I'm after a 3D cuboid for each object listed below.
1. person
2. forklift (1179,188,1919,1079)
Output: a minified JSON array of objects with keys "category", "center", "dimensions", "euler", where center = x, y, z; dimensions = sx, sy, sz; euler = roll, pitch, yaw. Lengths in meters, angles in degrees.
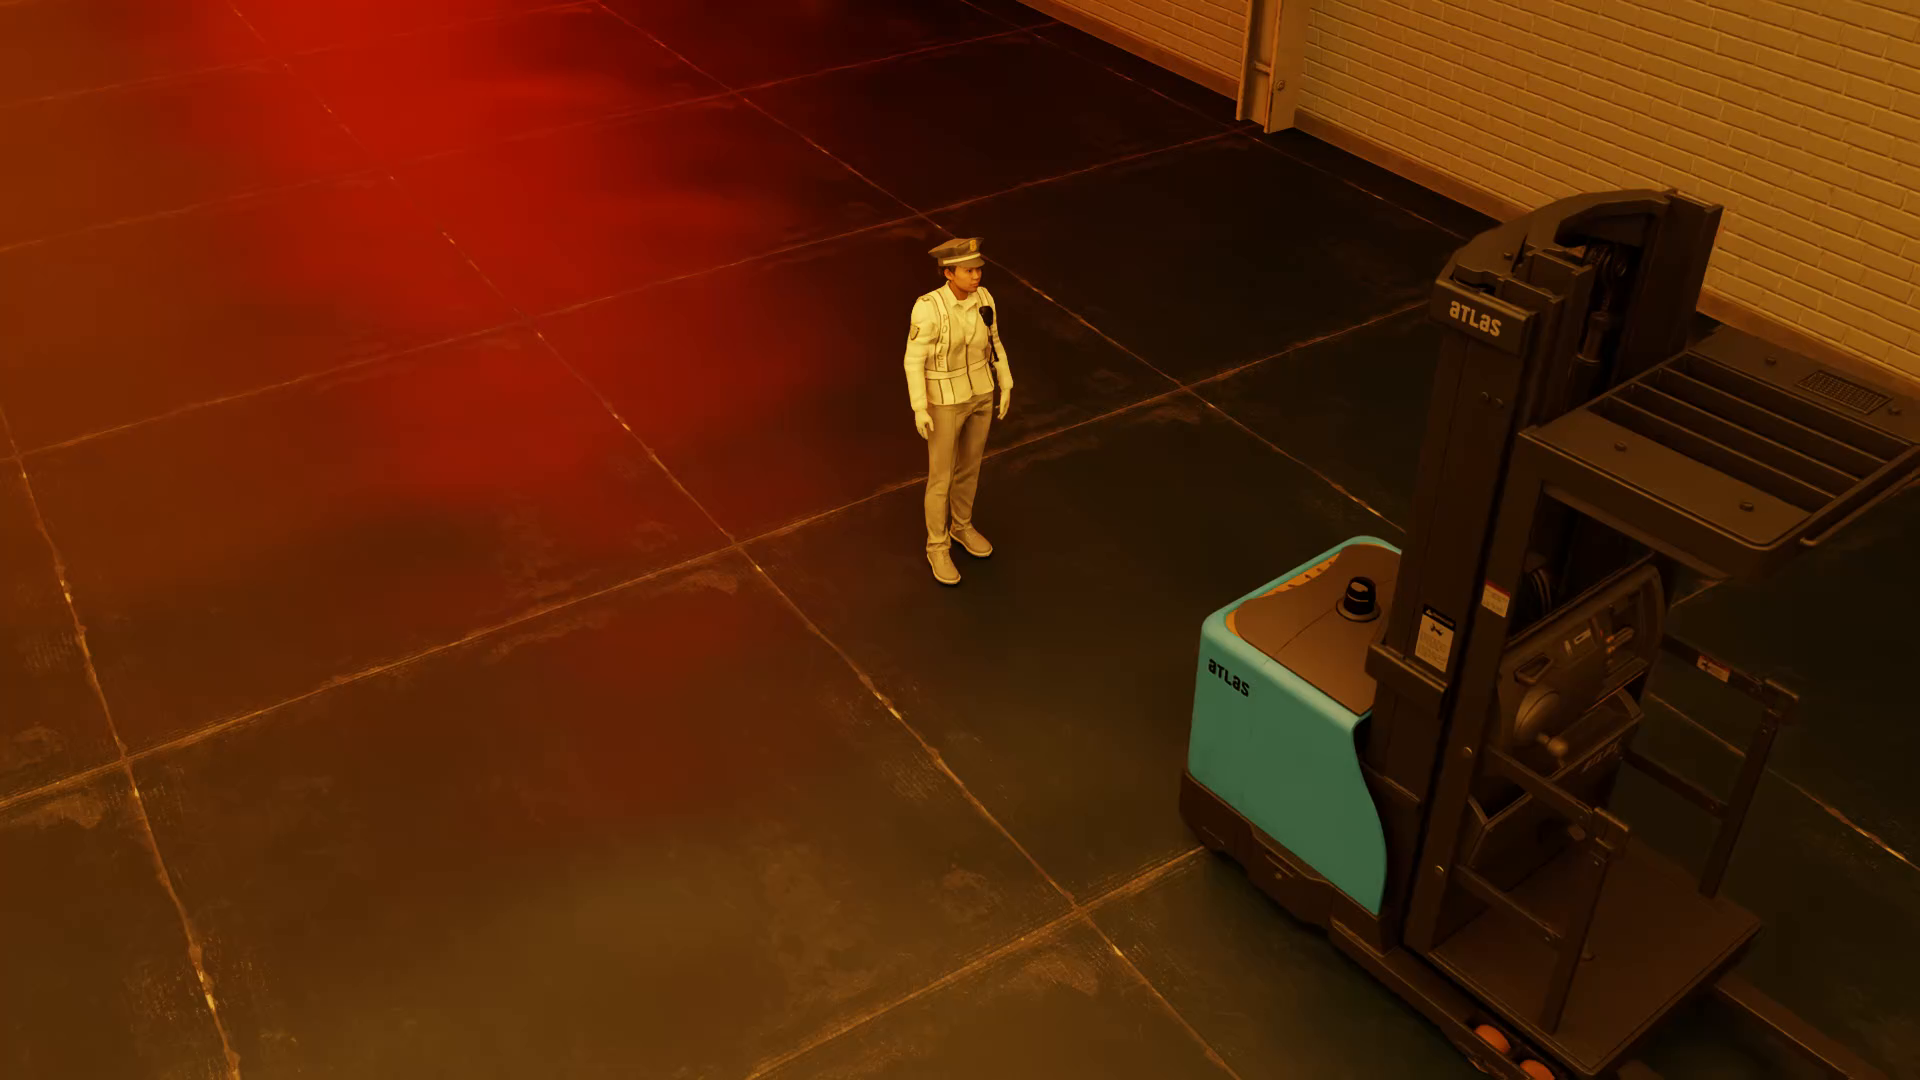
[{"category":"person","center":[0.032,-0.664,8.156],"dimensions":[0.587,1.695,0.531],"euler":[-21,40,-27]},{"category":"forklift","center":[2.228,0.472,5.476],"dimensions":[1.130,2.935,3.031],"euler":[-25,42,-31]}]
